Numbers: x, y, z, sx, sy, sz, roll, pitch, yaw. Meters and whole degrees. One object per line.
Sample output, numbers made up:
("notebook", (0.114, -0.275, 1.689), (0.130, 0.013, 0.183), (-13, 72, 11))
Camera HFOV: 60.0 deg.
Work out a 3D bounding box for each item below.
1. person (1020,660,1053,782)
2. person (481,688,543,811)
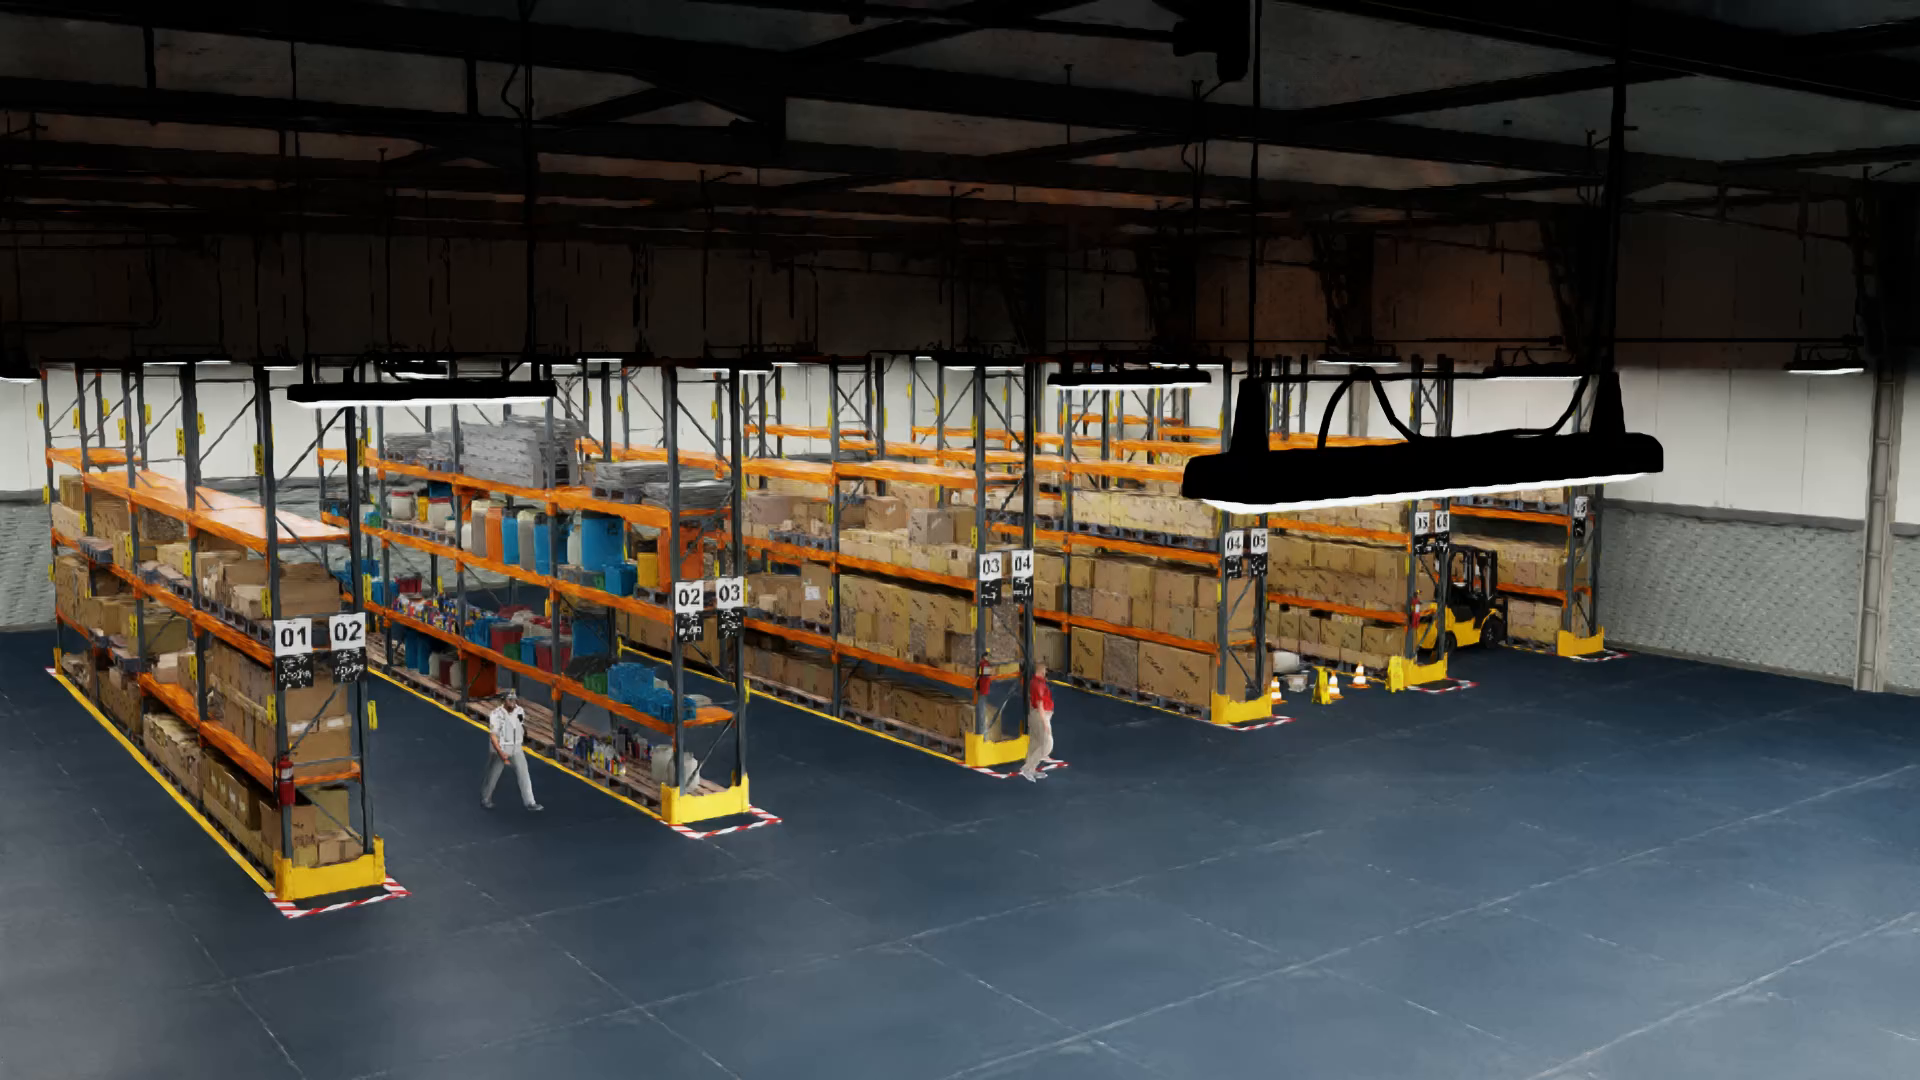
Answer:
("person", (1.102, 2.600, 23.931), (0.500, 1.718, 0.712), (-1, 7, -5))
("person", (-6.078, 2.798, 22.347), (1.100, 1.684, 0.562), (7, 10, 44))
